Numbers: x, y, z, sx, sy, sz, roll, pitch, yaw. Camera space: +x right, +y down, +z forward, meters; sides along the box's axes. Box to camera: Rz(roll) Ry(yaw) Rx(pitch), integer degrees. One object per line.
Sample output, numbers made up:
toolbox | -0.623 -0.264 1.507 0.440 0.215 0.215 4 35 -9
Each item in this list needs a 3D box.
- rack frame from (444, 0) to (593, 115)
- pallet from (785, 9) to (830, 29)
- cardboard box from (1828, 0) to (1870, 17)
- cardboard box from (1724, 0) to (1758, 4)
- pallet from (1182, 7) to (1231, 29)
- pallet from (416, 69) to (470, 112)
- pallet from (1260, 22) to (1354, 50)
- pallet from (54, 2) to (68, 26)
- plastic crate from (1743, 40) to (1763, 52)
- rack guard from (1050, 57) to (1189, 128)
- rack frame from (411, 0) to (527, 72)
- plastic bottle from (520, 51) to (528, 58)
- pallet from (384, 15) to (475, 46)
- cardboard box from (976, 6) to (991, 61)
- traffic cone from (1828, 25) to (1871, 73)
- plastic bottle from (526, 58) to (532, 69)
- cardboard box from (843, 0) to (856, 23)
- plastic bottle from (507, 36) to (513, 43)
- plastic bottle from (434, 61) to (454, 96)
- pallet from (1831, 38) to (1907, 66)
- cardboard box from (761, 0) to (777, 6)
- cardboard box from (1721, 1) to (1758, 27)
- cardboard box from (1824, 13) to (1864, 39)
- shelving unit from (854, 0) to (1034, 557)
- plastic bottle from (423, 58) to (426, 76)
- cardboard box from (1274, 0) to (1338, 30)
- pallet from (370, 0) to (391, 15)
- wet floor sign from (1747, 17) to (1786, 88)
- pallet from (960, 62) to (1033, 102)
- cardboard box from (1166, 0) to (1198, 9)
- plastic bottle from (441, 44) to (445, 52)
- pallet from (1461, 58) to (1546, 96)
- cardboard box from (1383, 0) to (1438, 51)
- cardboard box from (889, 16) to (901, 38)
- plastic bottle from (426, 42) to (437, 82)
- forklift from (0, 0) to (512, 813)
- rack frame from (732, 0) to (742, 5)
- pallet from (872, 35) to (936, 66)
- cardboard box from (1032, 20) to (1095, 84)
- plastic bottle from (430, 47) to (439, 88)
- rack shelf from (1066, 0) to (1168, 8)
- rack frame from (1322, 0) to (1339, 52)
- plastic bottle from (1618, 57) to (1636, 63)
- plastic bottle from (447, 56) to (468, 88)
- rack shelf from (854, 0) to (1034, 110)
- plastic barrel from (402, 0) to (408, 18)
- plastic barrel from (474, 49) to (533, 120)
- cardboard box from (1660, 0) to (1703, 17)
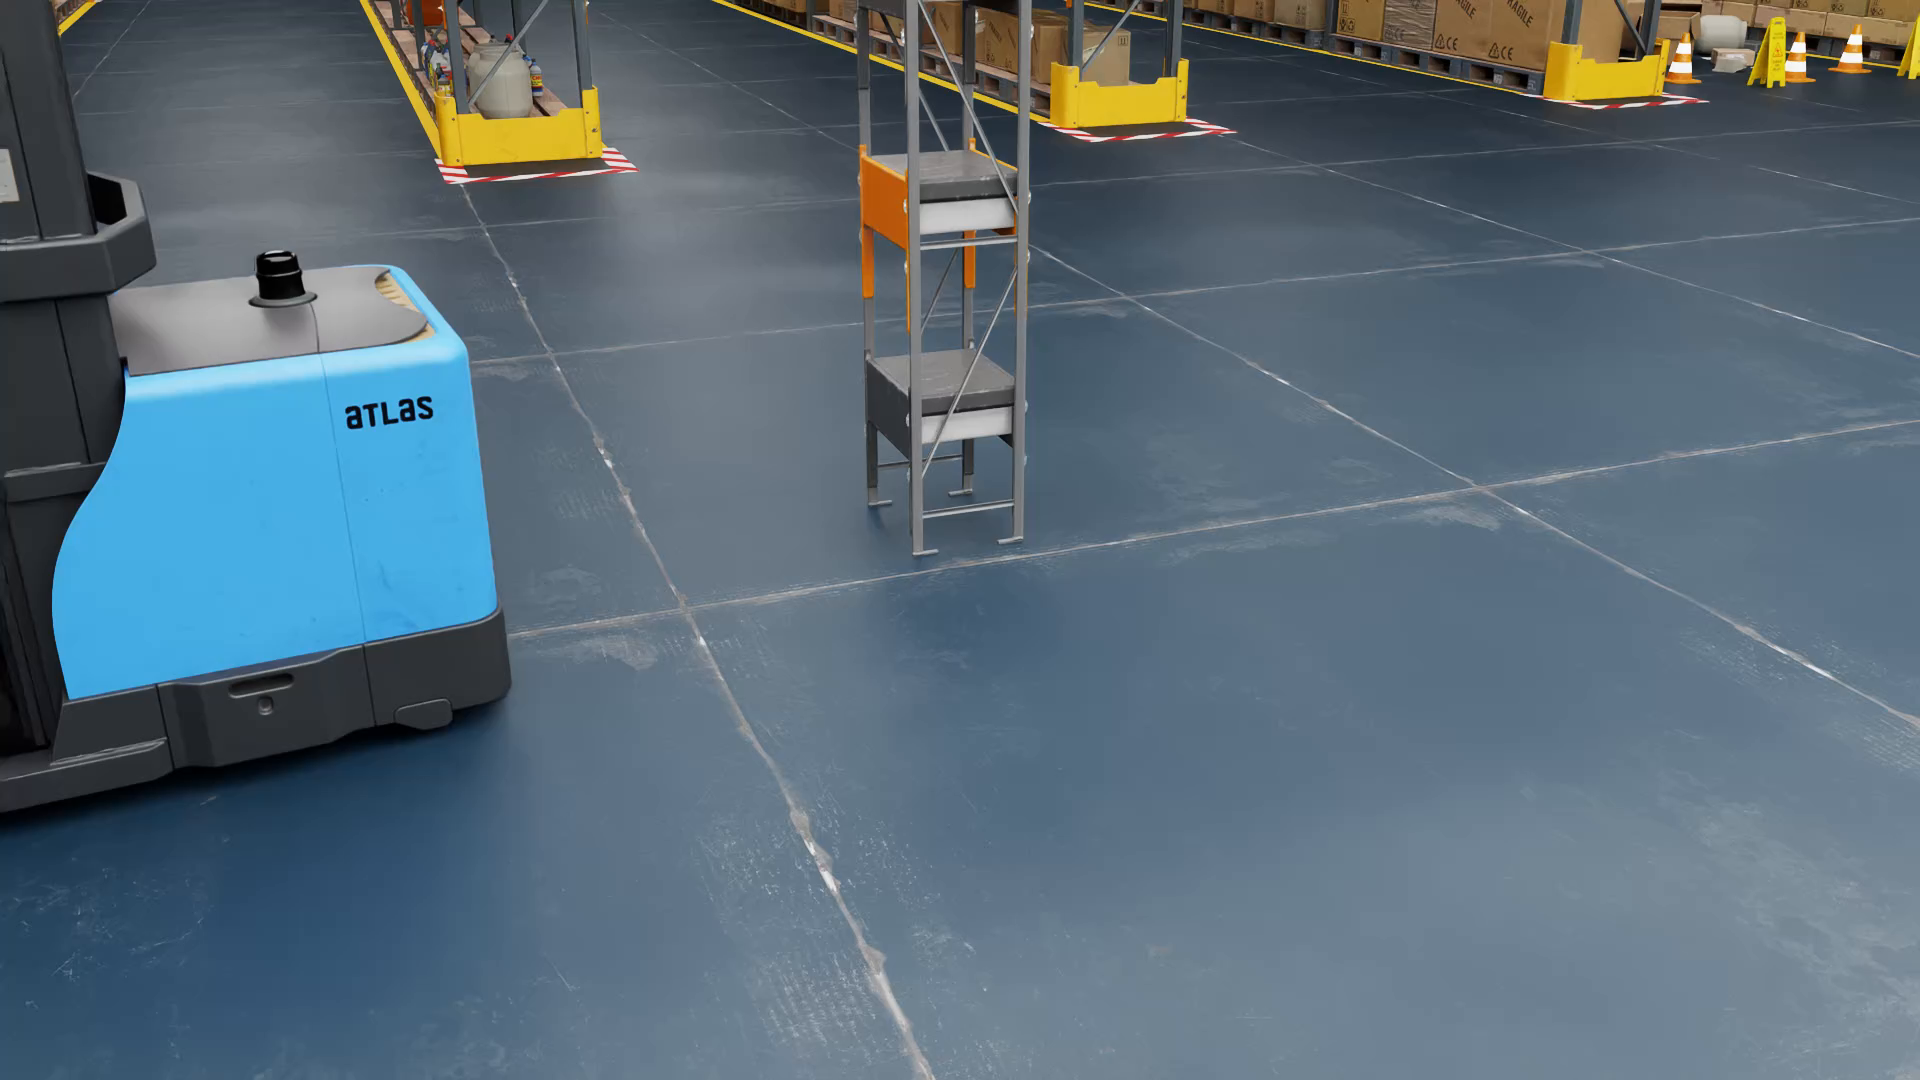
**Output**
rack frame | -3.250 -4.263 12.003 1.000 3.000 0.127 -8 24 -19
pallet | -1.651 -6.861 21.758 1.003 0.211 1.213 -8 24 -19
cardboard box | 9.940 -6.019 18.203 0.500 0.500 0.500 -7 24 -17
cardboard box | 9.397 -6.584 19.542 0.500 0.500 0.500 -7 24 -17
pallet | 3.441 -6.912 21.877 1.003 0.211 1.213 -8 24 -19
pallet | -4.465 -4.182 15.400 1.003 0.211 1.213 -8 24 -19
pallet | 4.303 -6.025 19.773 1.003 0.211 1.213 -8 24 -19
pallet | -12.367 -6.910 21.873 1.003 0.211 1.213 -8 24 -19
plastic crate | 9.029 -5.728 19.236 0.402 0.080 0.583 -18 29 -37
rack guard | 1.356 -3.819 14.166 1.175 0.500 0.348 -8 24 -19
rack frame | -4.664 -5.717 15.451 1.000 3.000 0.127 -8 24 -19
plastic bottle | -3.931 -4.223 14.848 0.152 0.276 0.135 -8 24 -18
pallet | -6.394 -6.166 20.107 1.003 0.211 1.213 -8 24 -19
cardboard box | 0.283 -5.080 16.618 0.500 0.500 0.500 -1 23 -2
traffic cone | 9.295 -5.113 17.285 0.336 0.463 0.334 -8 24 -19
plastic bottle | -3.720 -4.035 14.407 0.097 0.271 0.097 0 23 0
cardboard box | -0.980 -6.460 19.867 0.700 0.500 0.500 -10 25 -23
plastic bottle | -4.099 -4.435 15.253 0.144 0.351 0.185 -10 25 -22
plastic bottle | -4.373 -3.913 14.113 0.152 0.276 0.135 -8 24 -19
pallet | 10.373 -5.345 18.160 1.003 0.211 1.213 -8 24 -19
cardboard box | -1.975 -7.643 22.216 1.225 0.875 0.875 -8 24 -19
cardboard box | 9.396 -6.239 19.689 0.500 0.250 0.500 -7 24 -16
cardboard box | 9.941 -5.675 18.352 0.500 0.250 0.500 -8 24 -19
shelving unit | -0.058 -1.028 5.485 0.431 2.100 0.503 -8 24 -19
plastic bottle | -4.889 -4.380 15.316 0.097 0.201 0.097 0 23 0
cardboard box | 4.343 -6.410 19.452 1.050 0.750 0.750 -8 24 -19
pallet | -7.786 -7.600 23.511 1.003 0.211 1.213 -8 24 -19
wet floor sign | 7.922 -4.763 16.220 0.267 0.644 0.232 -13 26 -28
pallet | 0.675 -4.428 15.984 1.003 0.211 1.213 -8 24 -19
cardboard box | 3.364 -7.417 21.840 1.050 0.750 0.750 -9 24 -20
plastic bottle | -4.722 -4.393 15.241 0.061 0.283 0.133 -8 24 -19
pallet | 5.703 -4.581 16.348 1.003 0.211 1.213 -8 24 -19
cardboard box | 5.125 -5.689 17.581 0.875 0.875 0.875 -8 24 -19
cardboard box | -0.378 -5.849 18.417 0.700 0.500 0.500 -8 24 -19
plastic bottle | -4.700 -4.280 14.887 0.144 0.351 0.185 -9 25 -21
forklift | -2.793 -0.774 3.812 3.031 2.935 1.130 -11 25 -25
rack frame | -2.856 -9.303 23.960 1.000 3.000 0.127 -8 24 -19
pallet | -0.306 -5.394 18.276 1.003 0.211 1.213 -8 24 -19
cardboard box | 0.935 -4.426 15.067 0.500 0.500 0.500 -2 23 -5
plastic bottle | -4.550 -4.125 14.520 0.144 0.351 0.185 -9 24 -19
rack shelf | 0.677 -5.338 15.479 1.077 0.370 4.000 -8 24 -19
rack frame | 4.646 -7.040 18.591 1.000 3.000 0.127 -8 24 -19
plastic bottle | 7.153 -5.154 17.901 0.133 0.061 0.283 -18 29 -37
plastic bottle | -4.420 -4.120 14.604 0.152 0.276 0.135 -8 24 -19
rack shelf | -0.058 -1.660 5.218 0.431 0.518 0.480 -8 24 -19
plastic barrel | -6.548 -6.585 20.175 0.421 0.512 0.421 0 23 0
plastic barrel | -3.554 -3.539 12.947 0.421 0.512 0.421 0 23 0
cardboard box | 8.347 -6.029 19.408 0.500 0.500 0.500 8 24 18
